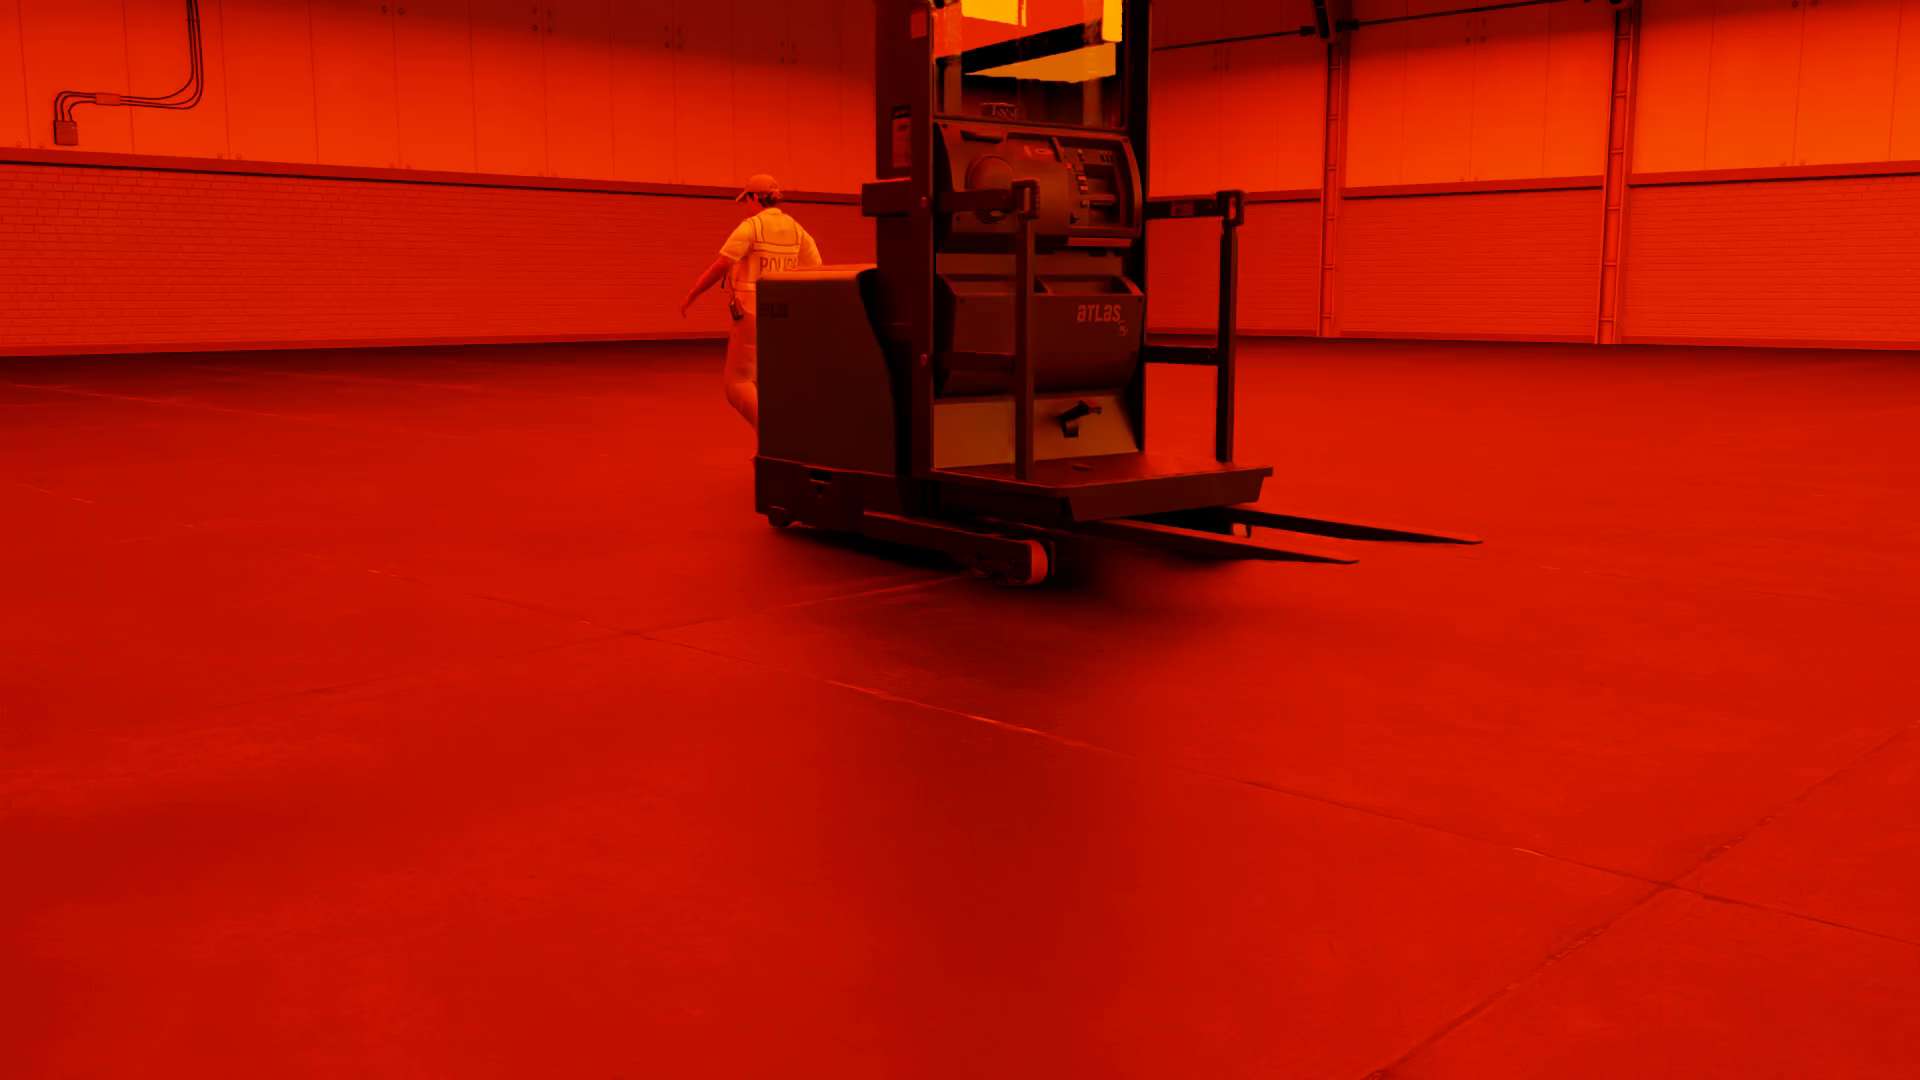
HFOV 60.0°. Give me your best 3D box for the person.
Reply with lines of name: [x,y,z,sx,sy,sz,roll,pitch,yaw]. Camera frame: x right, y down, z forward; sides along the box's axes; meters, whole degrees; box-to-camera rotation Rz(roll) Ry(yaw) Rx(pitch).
person: [-1.075,-1.222,9.352,0.655,1.646,0.792,8,12,43]

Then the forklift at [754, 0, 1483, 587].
forklift: [0.440,-1.373,5.990,1.130,2.935,3.031,-7,11,-38]
